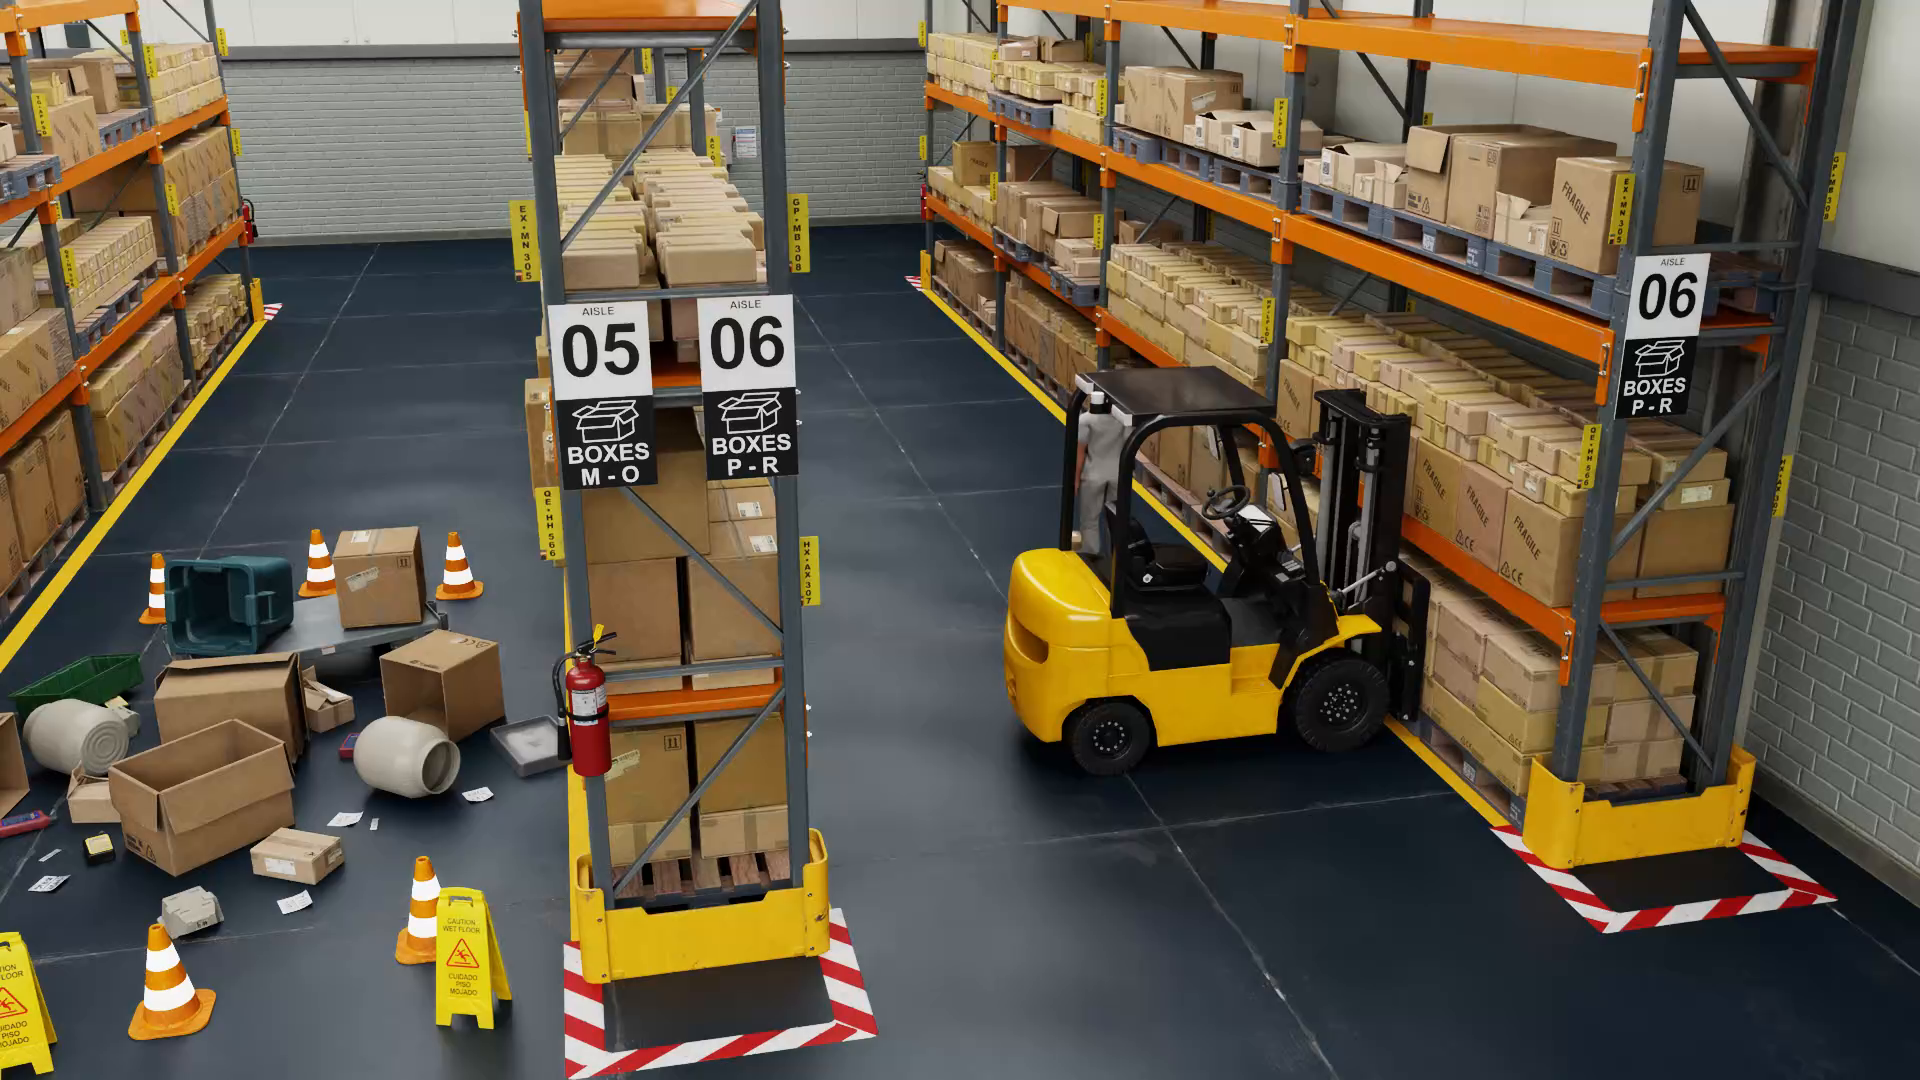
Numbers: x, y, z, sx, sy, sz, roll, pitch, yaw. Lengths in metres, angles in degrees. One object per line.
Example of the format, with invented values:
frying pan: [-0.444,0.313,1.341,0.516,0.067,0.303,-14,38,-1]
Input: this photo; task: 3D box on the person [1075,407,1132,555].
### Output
person: [1.045,-0.427,12.268,0.436,1.679,0.380,-4,20,-11]
